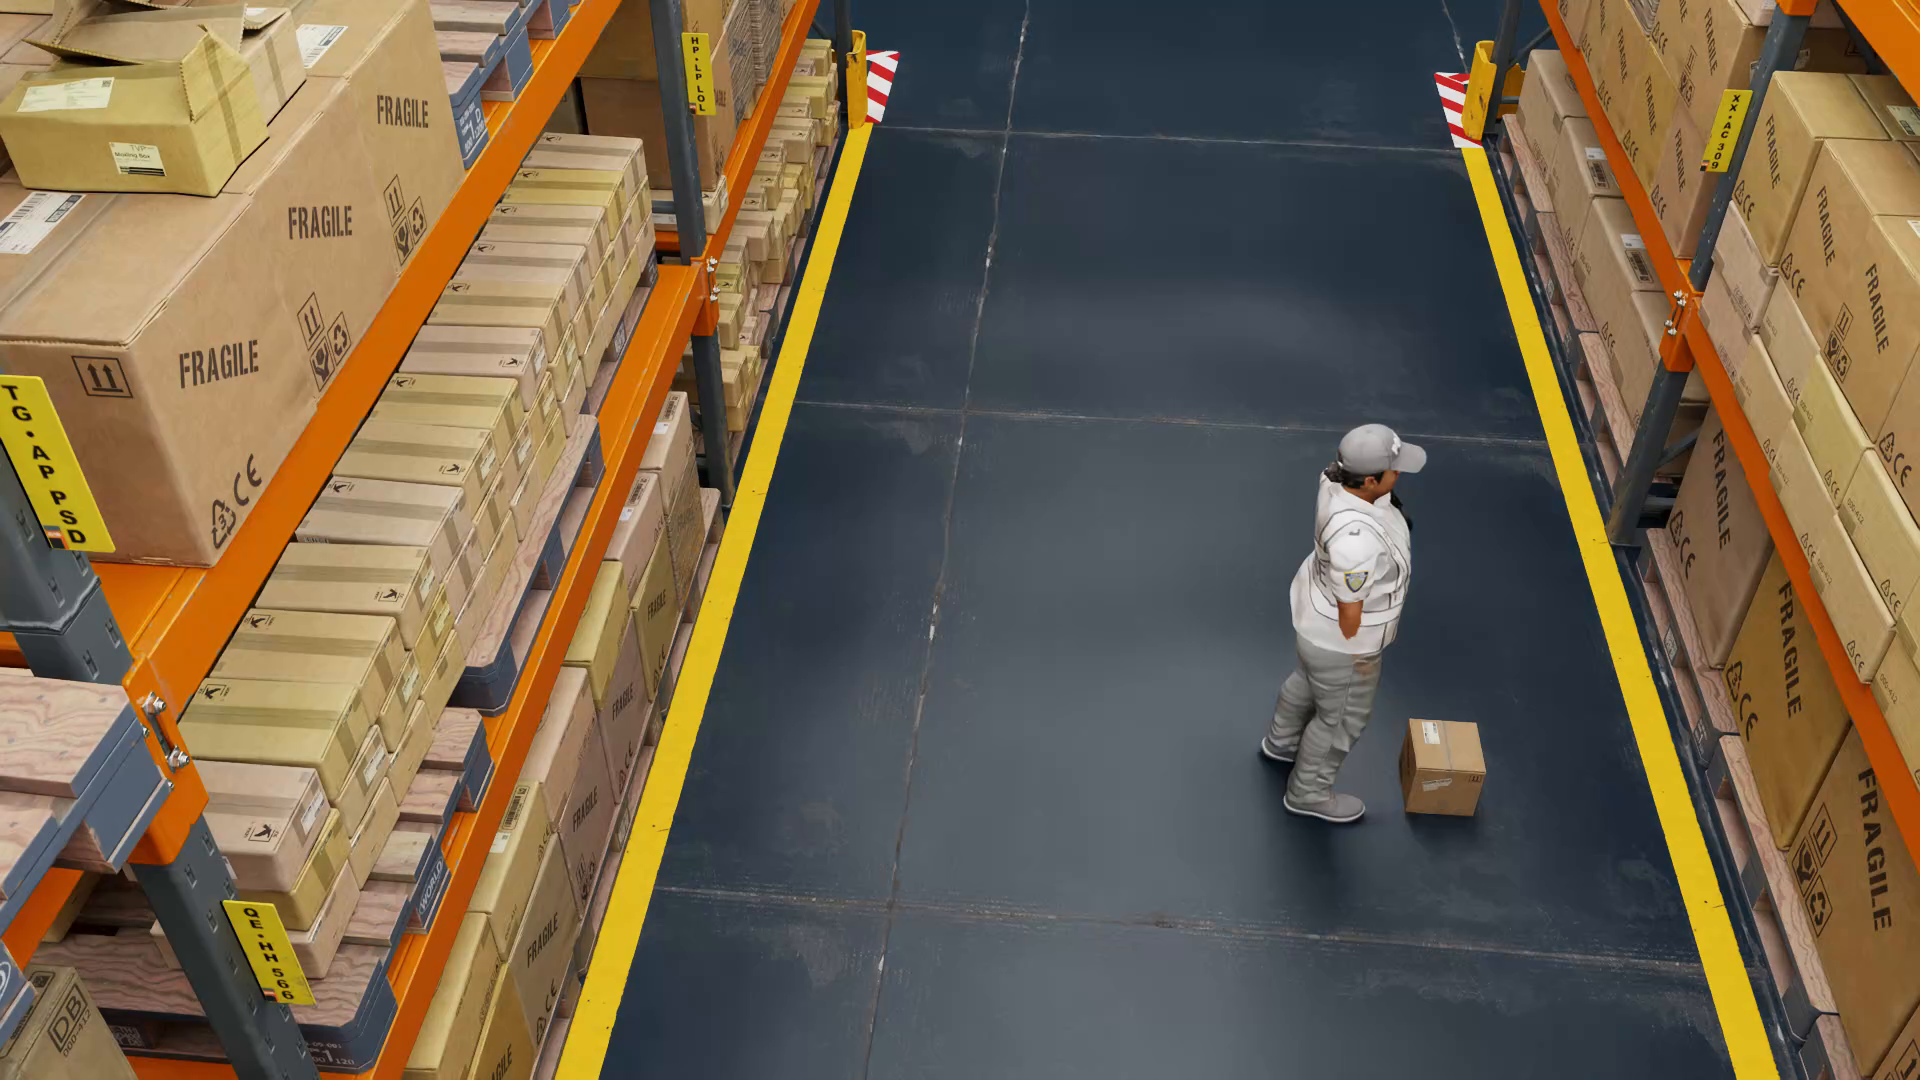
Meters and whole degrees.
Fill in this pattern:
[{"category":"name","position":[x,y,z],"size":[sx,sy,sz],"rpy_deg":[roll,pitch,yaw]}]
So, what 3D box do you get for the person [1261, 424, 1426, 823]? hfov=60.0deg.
[{"category":"person","position":[1.345,0.304,5.843],"size":[0.387,1.715,0.469],"rpy_deg":[4,40,5]}]
